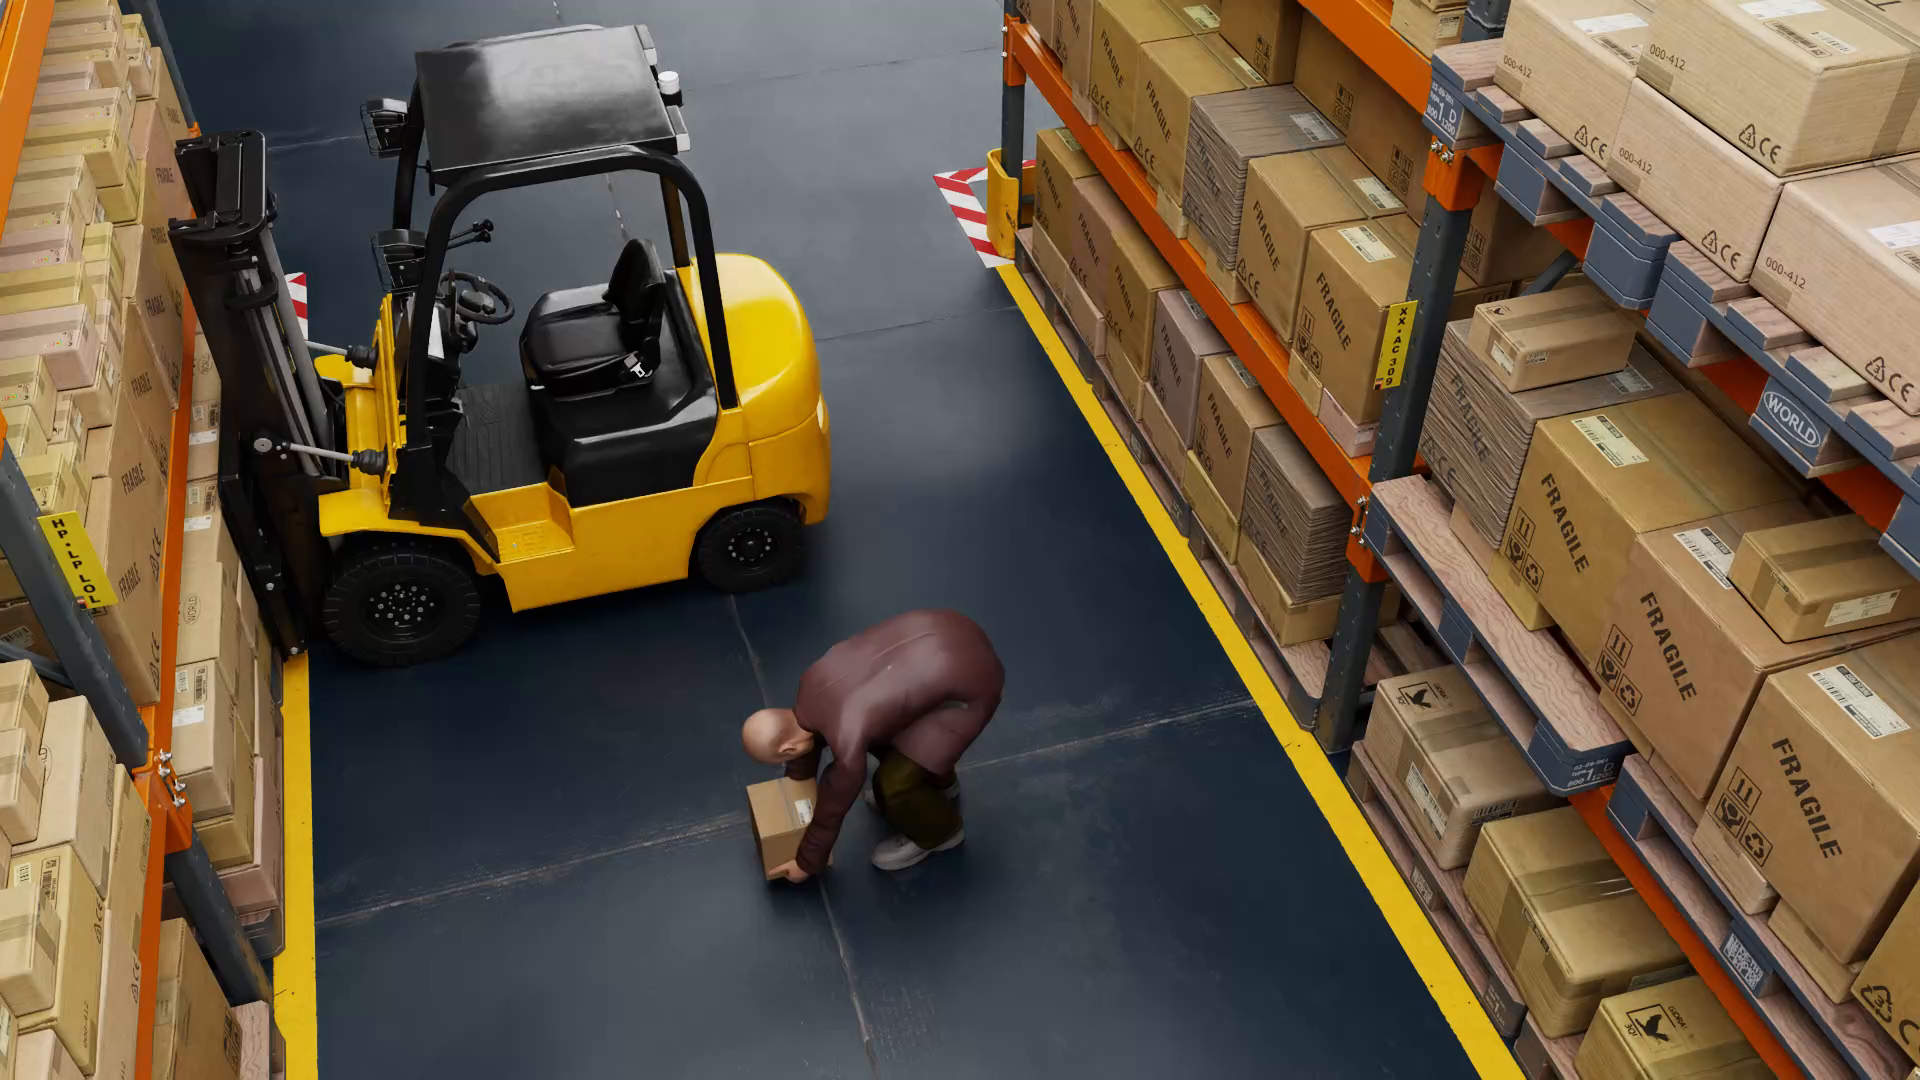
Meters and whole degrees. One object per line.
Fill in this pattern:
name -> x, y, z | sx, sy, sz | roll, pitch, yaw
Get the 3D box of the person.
person -> -0.303, 0.734, 5.920 | 0.942, 1.010, 0.582 | -14, 43, -15
